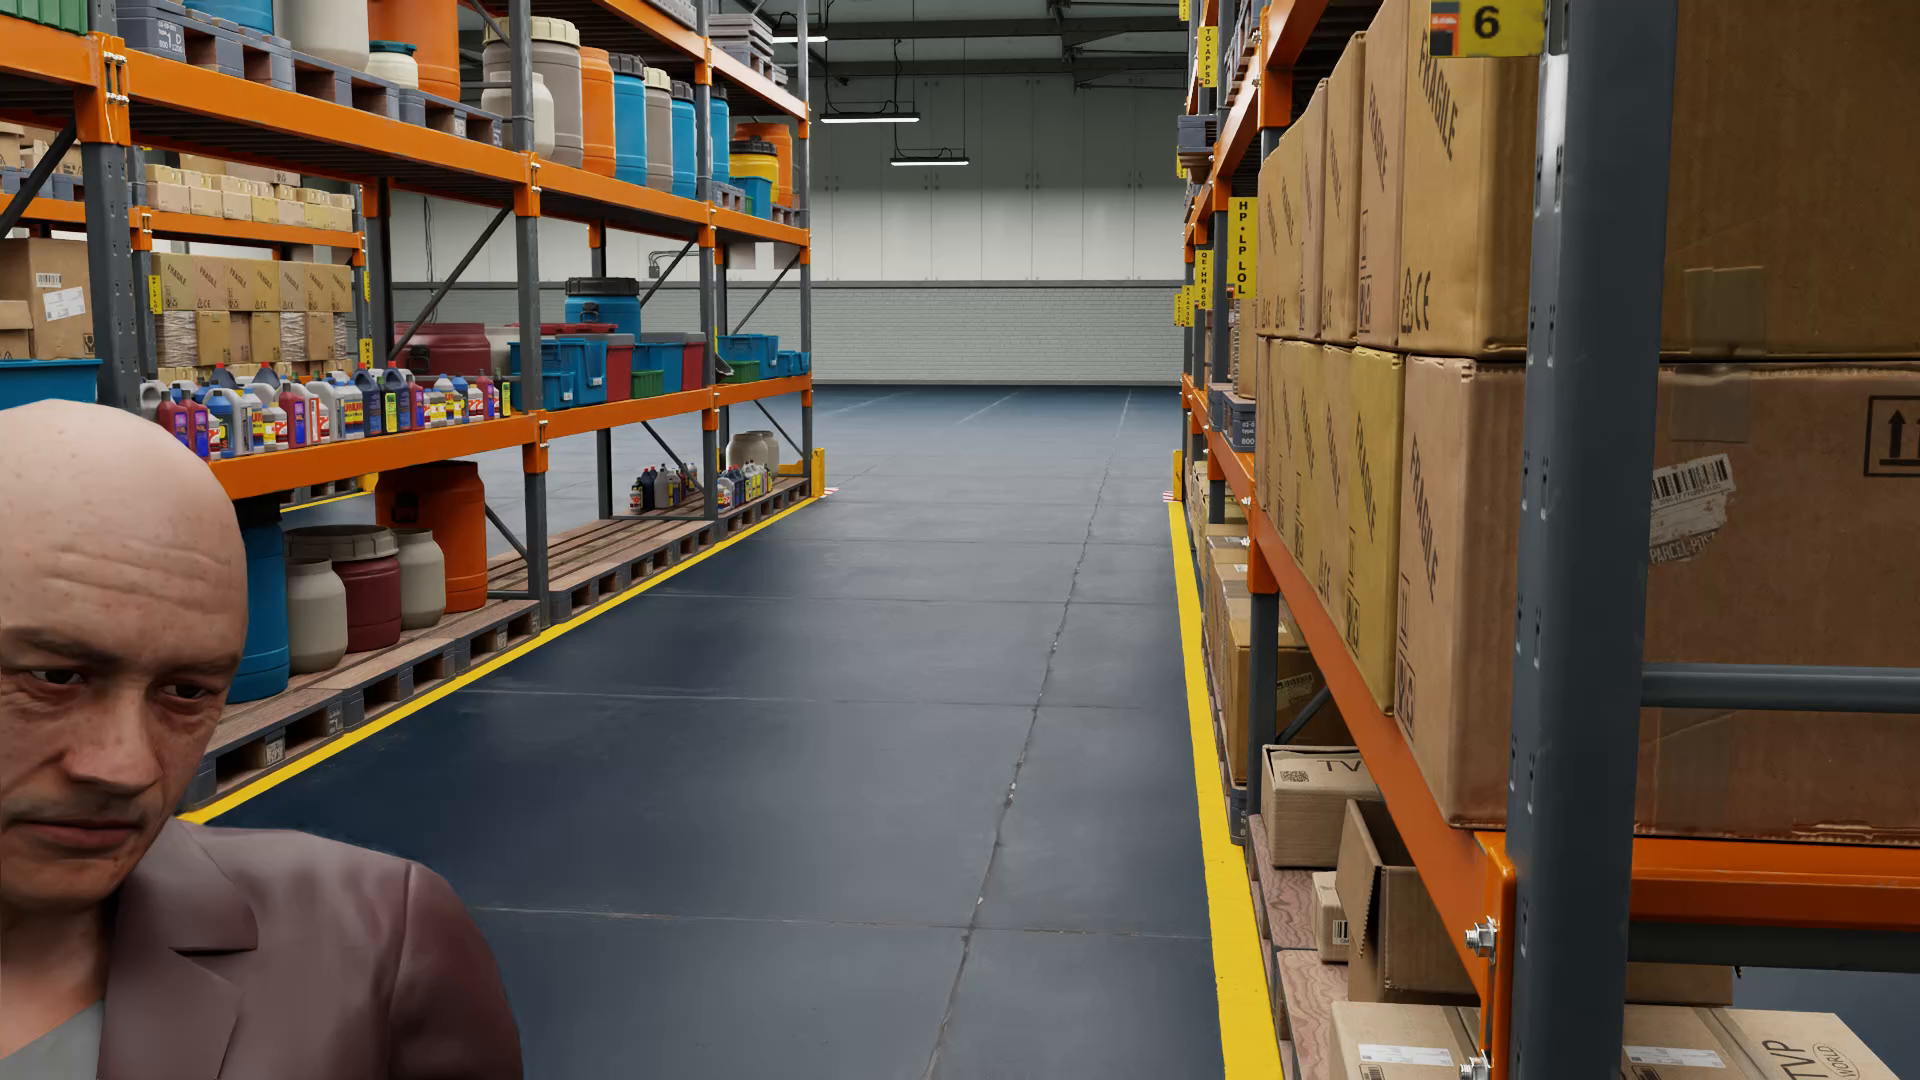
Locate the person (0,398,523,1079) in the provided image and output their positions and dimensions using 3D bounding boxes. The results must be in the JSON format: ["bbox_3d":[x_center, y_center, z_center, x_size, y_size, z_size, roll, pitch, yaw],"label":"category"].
[{"bbox_3d":[-0.508,0.826,0.878,0.638,1.778,0.475,-1,8,-11],"label":"person"}]
